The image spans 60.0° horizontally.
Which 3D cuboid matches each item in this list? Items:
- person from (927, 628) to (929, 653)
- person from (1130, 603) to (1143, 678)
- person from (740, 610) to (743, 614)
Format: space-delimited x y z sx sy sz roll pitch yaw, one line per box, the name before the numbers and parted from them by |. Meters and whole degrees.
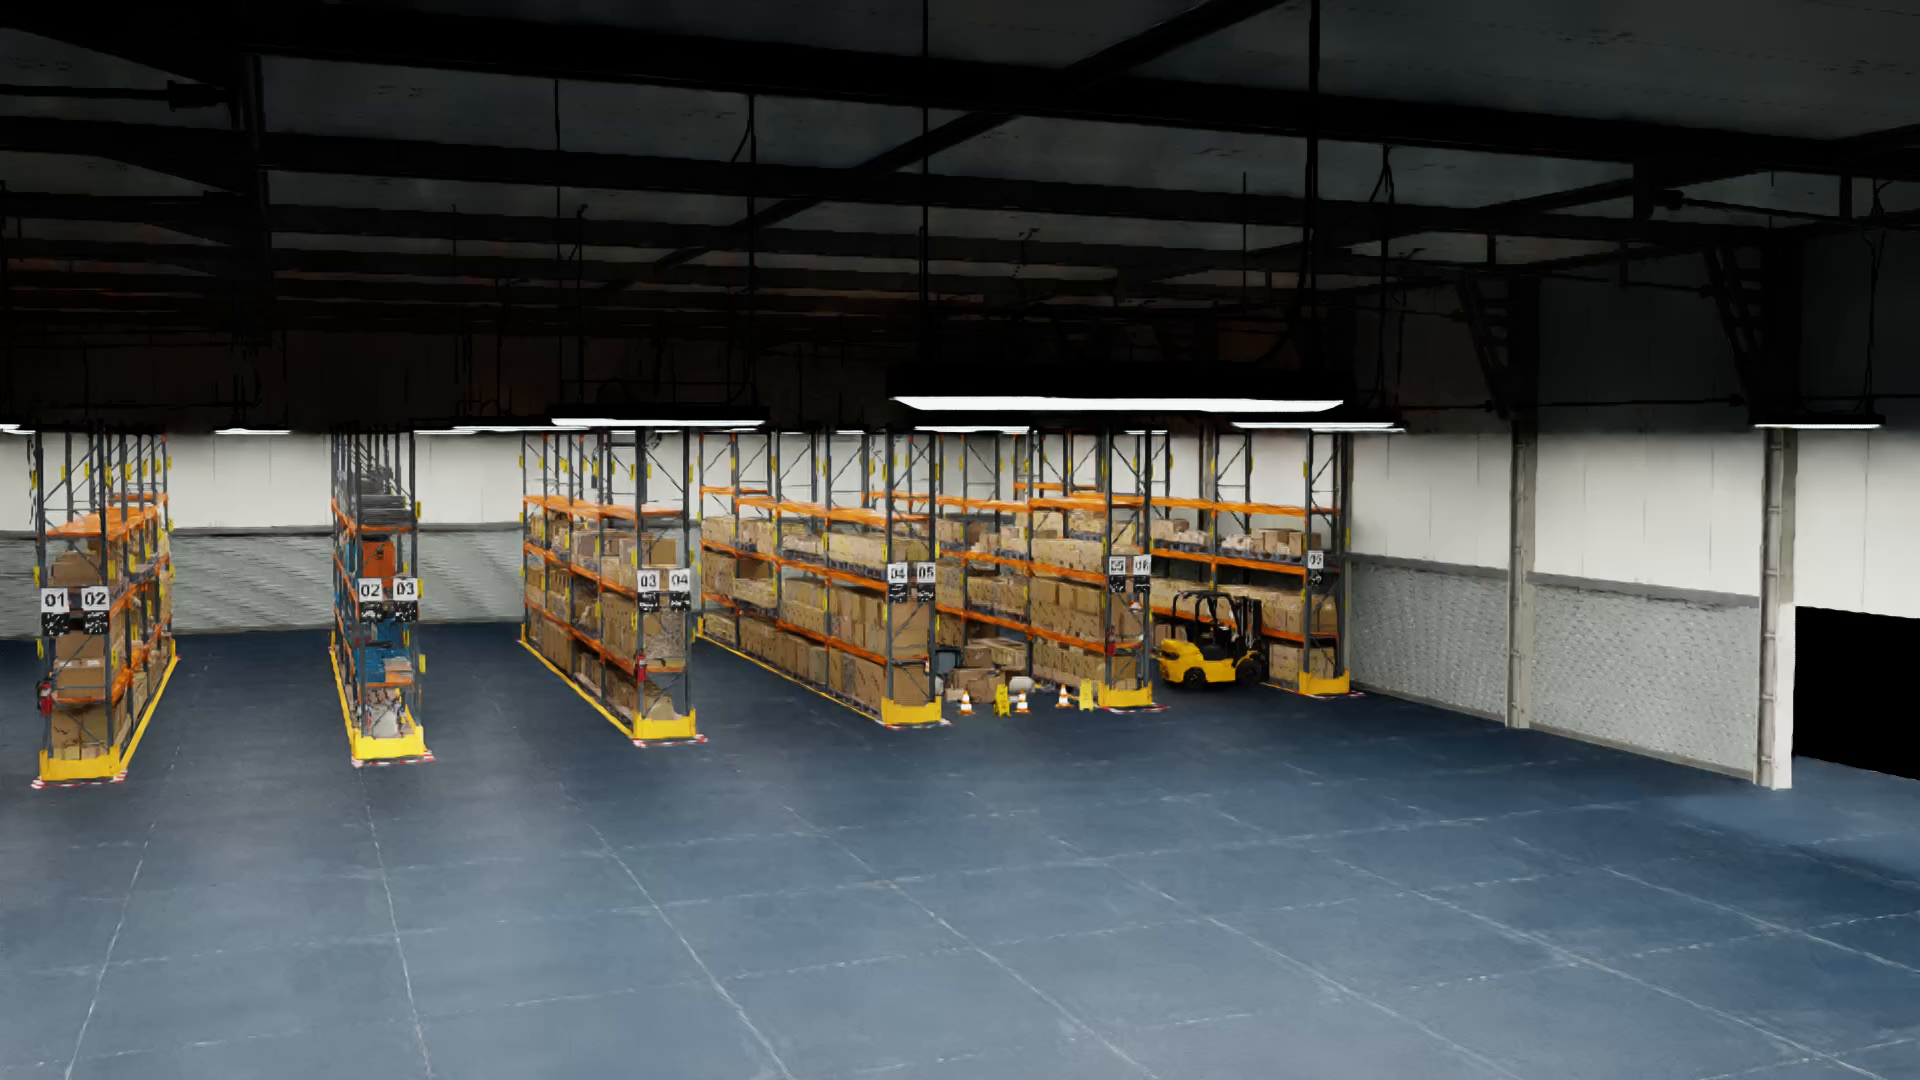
person | -1.009 2.197 42.557 0.583 1.707 0.630 0 4 1
person | 4.147 2.360 39.456 0.580 1.763 0.671 1 4 9
person | -6.795 1.553 52.858 0.627 1.738 0.999 0 4 5
